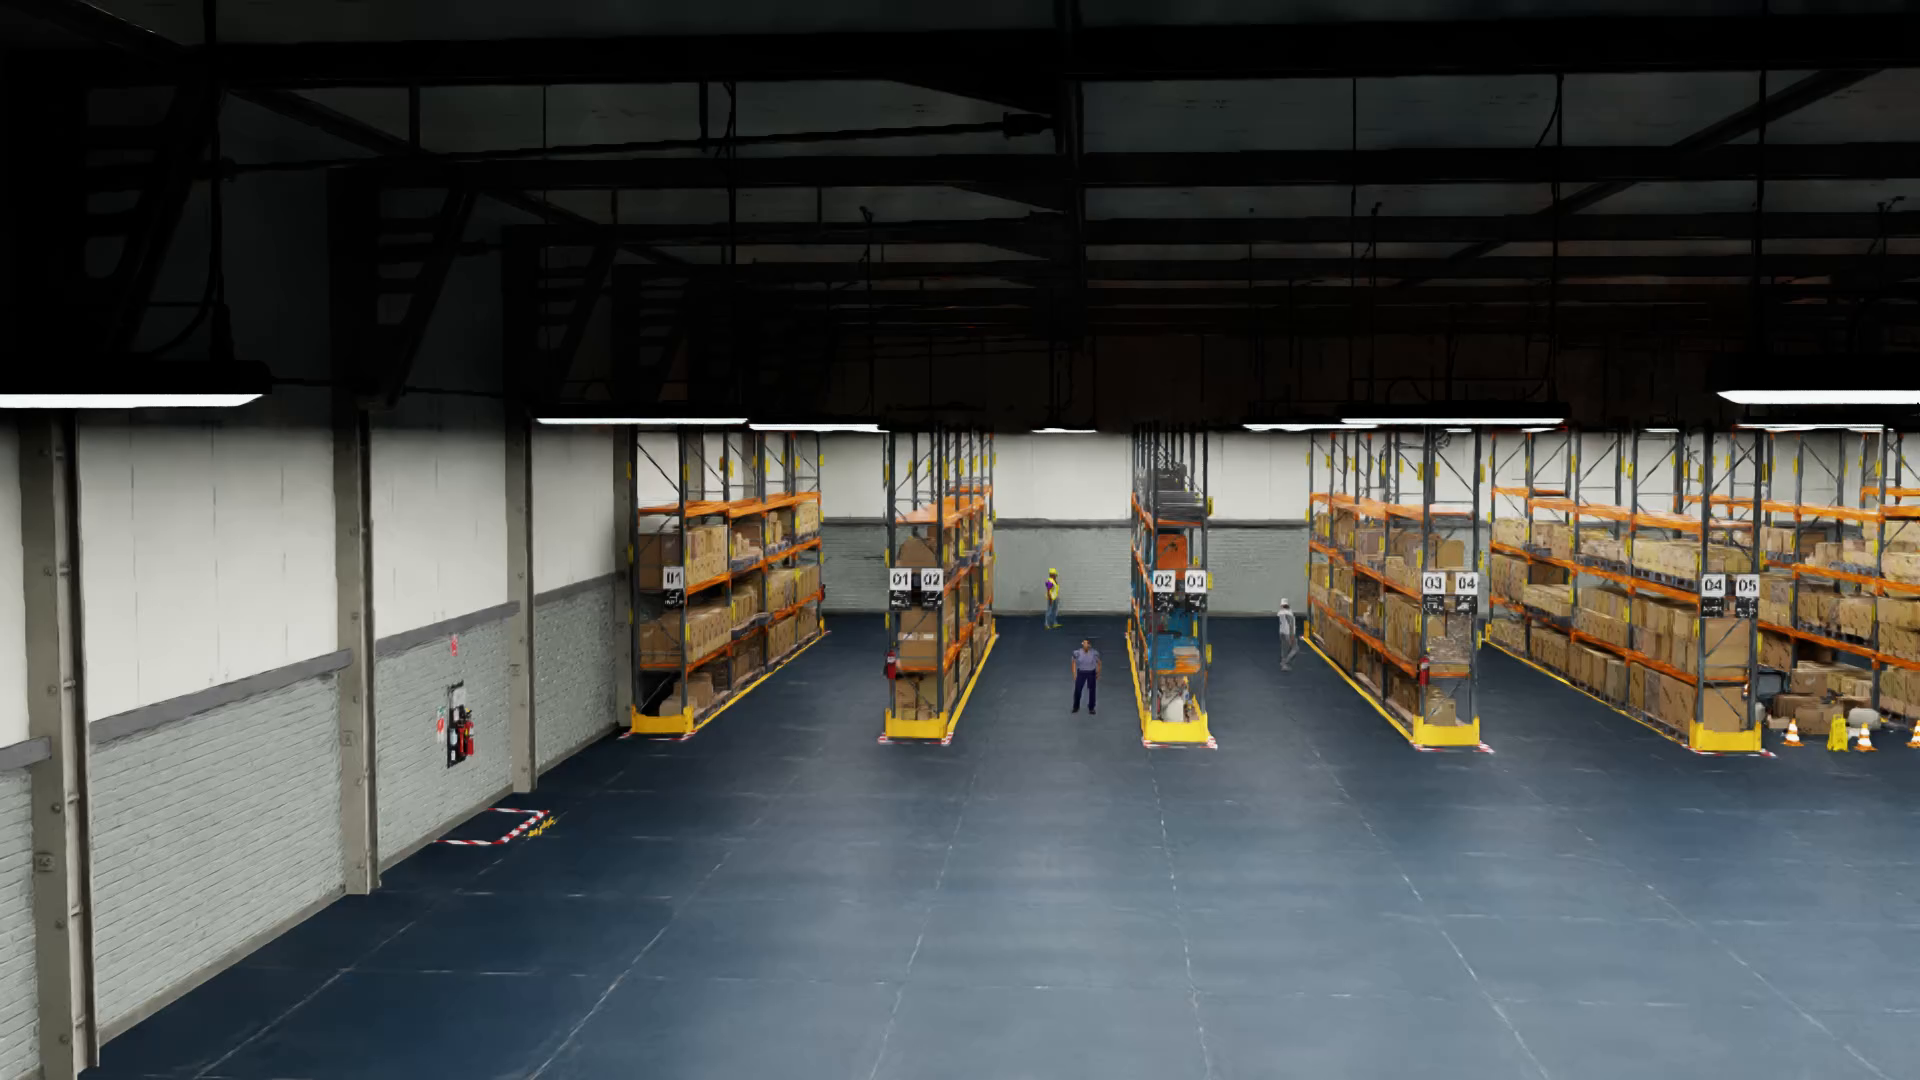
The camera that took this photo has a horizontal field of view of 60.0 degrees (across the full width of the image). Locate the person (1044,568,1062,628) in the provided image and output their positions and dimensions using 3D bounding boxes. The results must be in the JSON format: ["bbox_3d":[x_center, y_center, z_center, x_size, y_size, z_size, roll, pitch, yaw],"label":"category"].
[{"bbox_3d":[2.743,1.716,49.196,0.432,1.760,0.644,2,4,25],"label":"person"}]

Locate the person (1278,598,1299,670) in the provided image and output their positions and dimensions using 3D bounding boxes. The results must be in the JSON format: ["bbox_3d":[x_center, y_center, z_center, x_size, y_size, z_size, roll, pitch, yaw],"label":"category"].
[{"bbox_3d":[7.931,2.283,40.364,0.445,1.768,0.574,-2,4,-24],"label":"person"}]

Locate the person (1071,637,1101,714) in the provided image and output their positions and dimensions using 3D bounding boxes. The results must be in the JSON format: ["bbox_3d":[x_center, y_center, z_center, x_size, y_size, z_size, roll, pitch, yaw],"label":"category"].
[{"bbox_3d":[2.580,2.775,34.105,0.625,1.596,0.510,0,4,2],"label":"person"}]

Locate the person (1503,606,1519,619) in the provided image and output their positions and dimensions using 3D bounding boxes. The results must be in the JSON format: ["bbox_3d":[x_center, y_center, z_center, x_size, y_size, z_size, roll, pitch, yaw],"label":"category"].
[{"bbox_3d":[15.906,1.802,47.772,0.466,1.770,0.652,-2,4,-29],"label":"person"}]
